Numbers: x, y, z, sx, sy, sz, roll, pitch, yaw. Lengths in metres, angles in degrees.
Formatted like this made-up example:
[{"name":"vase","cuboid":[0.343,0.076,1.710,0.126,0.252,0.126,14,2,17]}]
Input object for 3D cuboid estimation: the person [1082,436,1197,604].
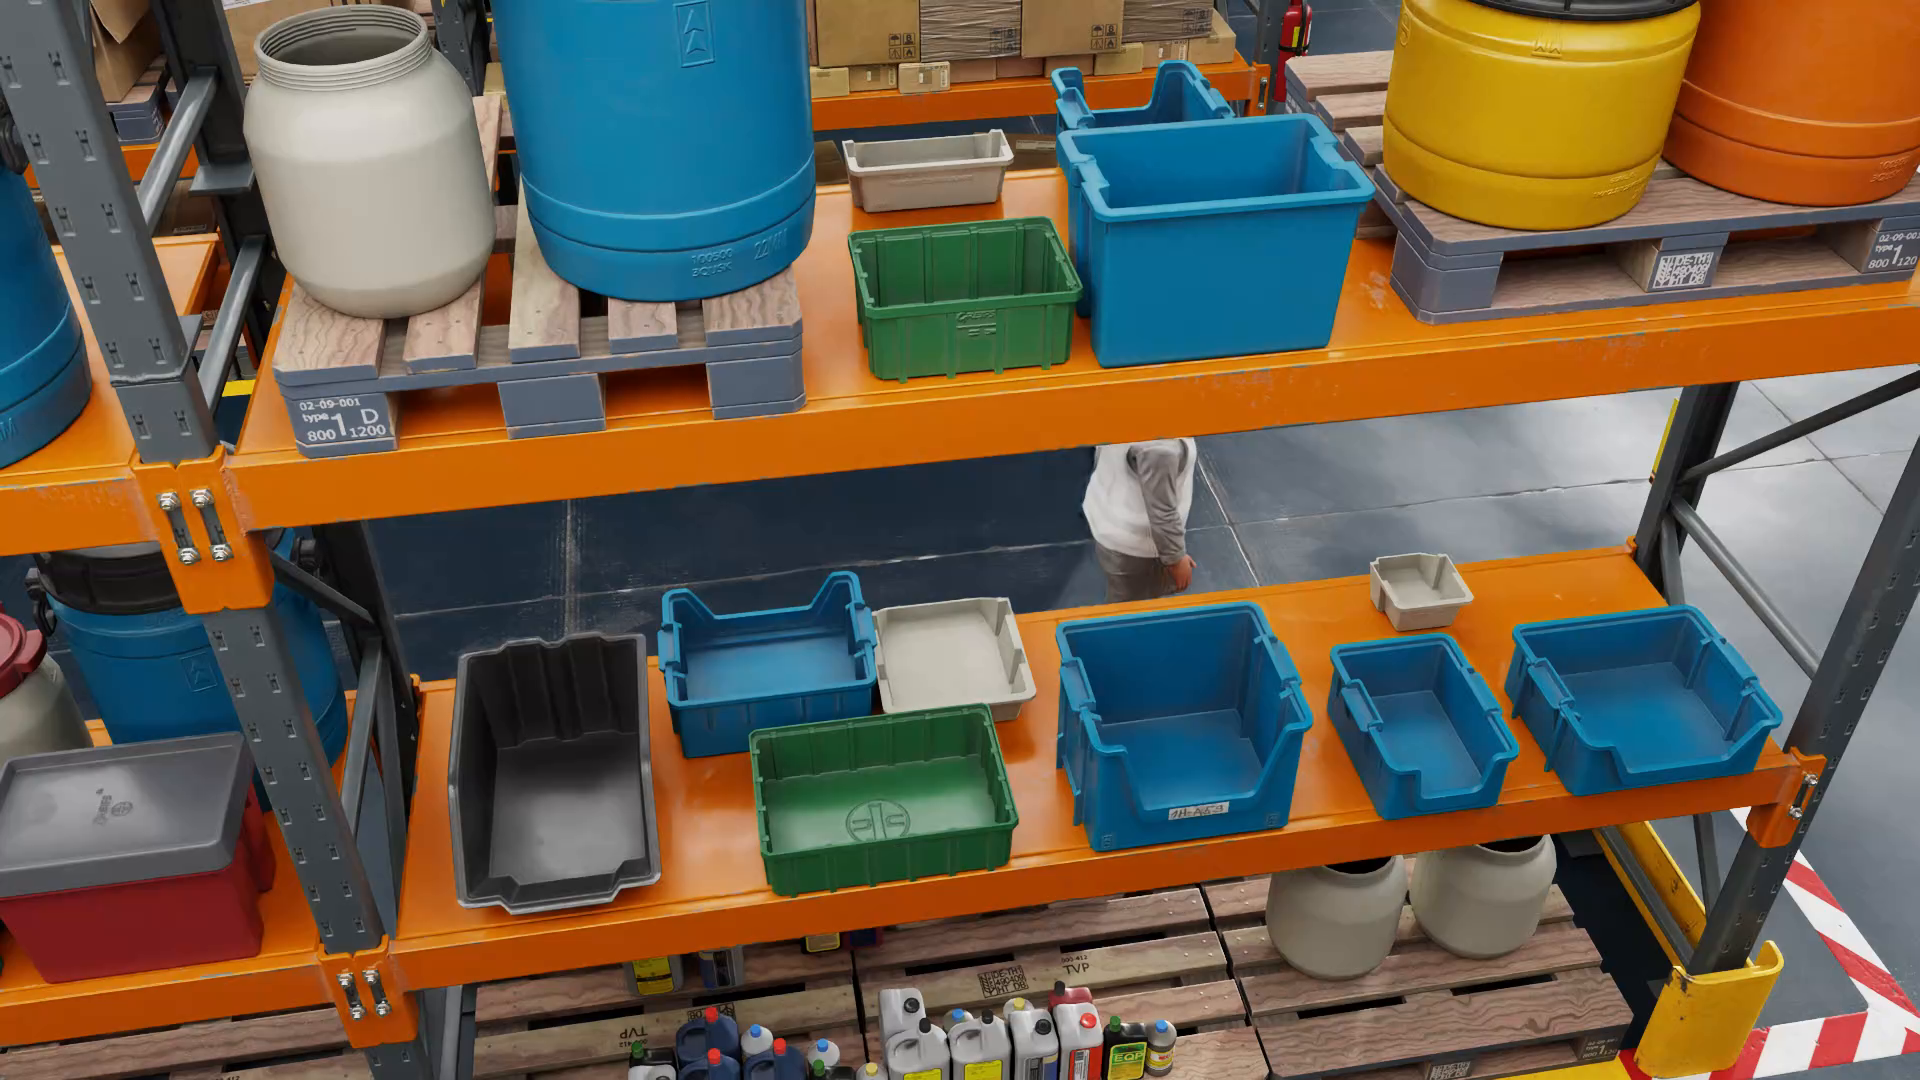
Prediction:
[{"name":"person","cuboid":[0.667,-0.039,6.182,0.460,1.811,0.557,-5,39,-7]}]
